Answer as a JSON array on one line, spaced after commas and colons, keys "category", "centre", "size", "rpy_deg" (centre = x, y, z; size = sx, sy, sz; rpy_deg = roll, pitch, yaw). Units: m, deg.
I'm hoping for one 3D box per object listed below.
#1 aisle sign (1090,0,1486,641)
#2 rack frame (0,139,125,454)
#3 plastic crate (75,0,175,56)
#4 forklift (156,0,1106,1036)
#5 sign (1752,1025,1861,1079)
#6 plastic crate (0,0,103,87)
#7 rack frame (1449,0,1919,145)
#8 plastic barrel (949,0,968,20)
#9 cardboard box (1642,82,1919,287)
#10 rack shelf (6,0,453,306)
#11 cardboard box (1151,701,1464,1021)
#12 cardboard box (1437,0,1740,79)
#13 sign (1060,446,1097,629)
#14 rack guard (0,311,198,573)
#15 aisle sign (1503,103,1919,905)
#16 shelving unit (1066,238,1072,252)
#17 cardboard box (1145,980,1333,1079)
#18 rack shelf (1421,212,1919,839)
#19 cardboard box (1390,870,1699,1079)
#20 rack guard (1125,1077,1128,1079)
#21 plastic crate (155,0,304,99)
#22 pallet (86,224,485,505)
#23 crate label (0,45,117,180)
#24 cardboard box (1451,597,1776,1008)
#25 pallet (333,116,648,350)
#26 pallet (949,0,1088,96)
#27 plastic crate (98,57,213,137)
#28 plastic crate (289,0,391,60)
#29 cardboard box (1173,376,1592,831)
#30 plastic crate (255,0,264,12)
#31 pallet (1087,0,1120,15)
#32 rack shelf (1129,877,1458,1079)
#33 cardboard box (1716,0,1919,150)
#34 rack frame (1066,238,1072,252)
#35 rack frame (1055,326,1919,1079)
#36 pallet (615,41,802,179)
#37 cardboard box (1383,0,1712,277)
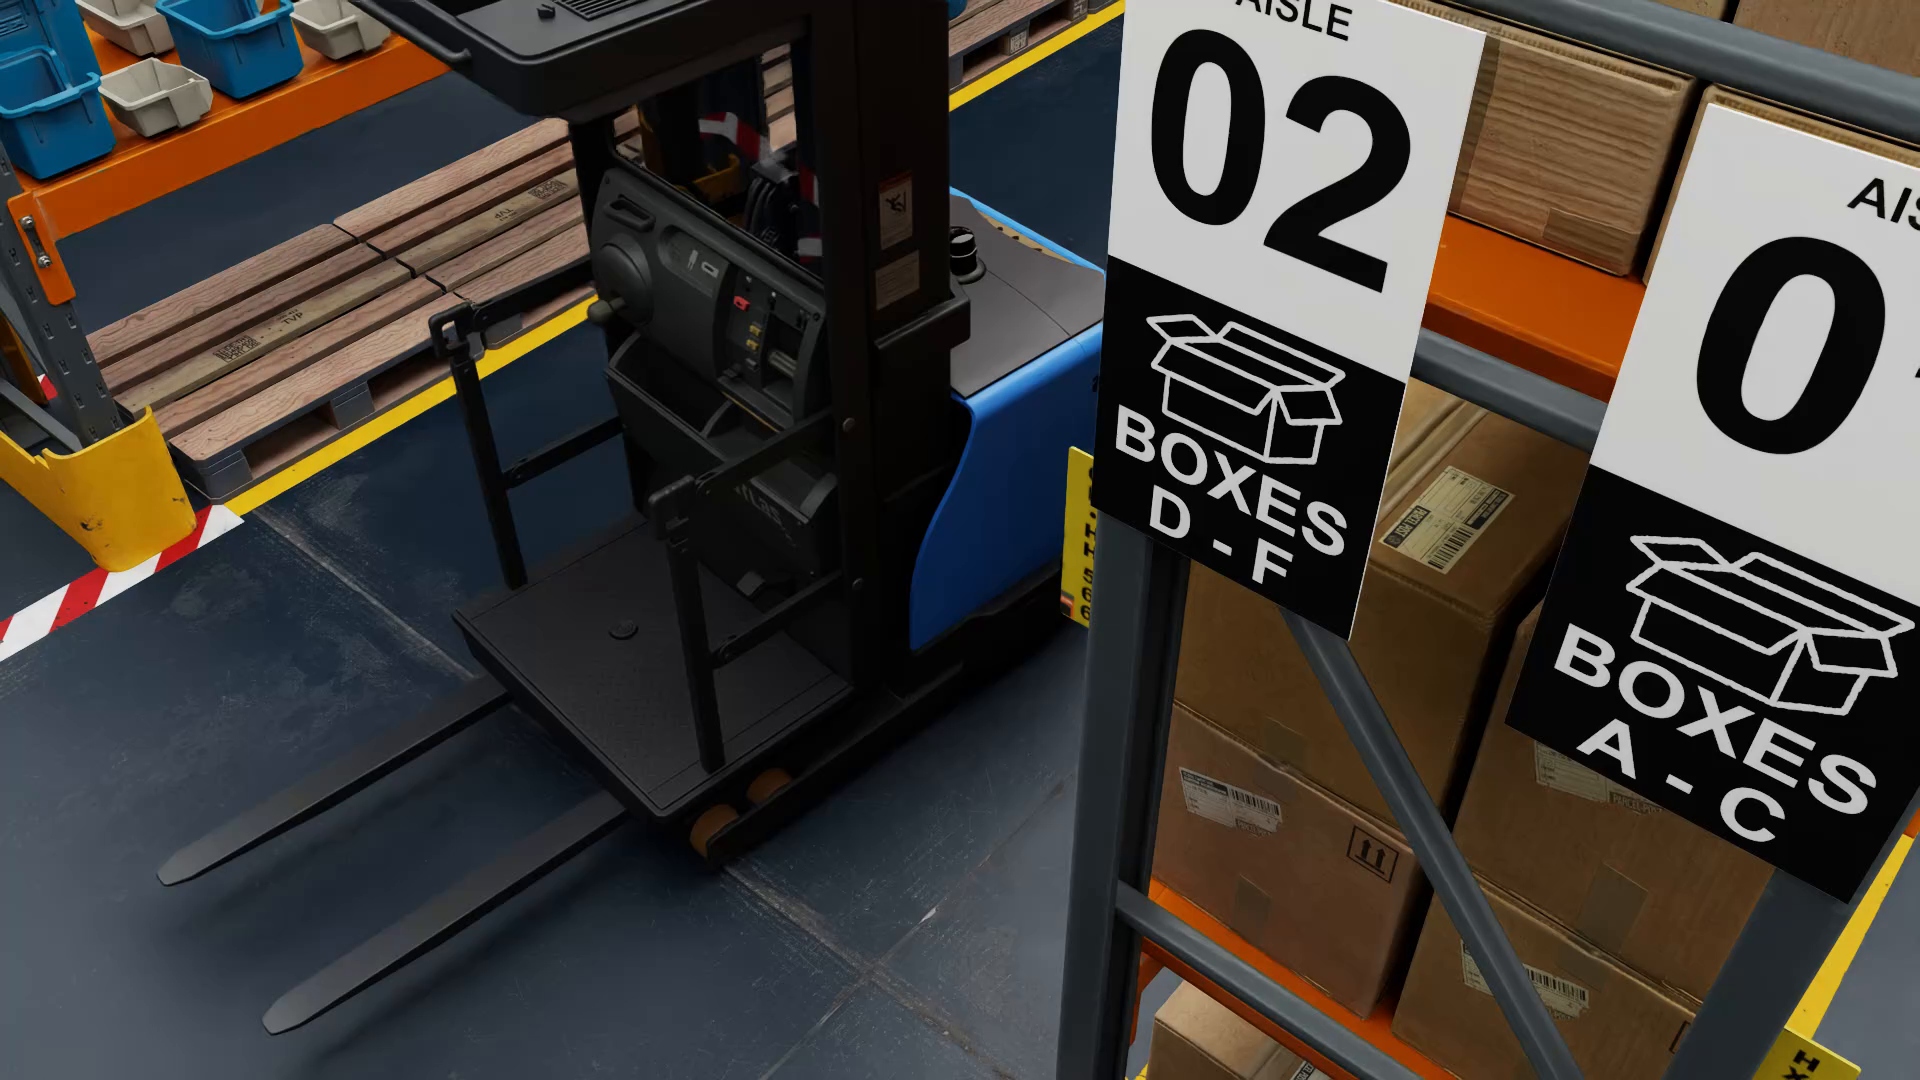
[{"category": "aisle sign", "centre": [0.326, -0.253, 1.866], "size": [0.394, 0.787, 0.004], "rpy_deg": [29, 50, 28]}, {"category": "rack frame", "centre": [-3.185, -1.340, 4.994], "size": [1.000, 3.000, 0.127], "rpy_deg": [29, 50, 28]}, {"category": "plastic crate", "centre": [-2.798, -1.763, 5.611], "size": [0.396, 0.136, 0.243], "rpy_deg": [29, 50, 28]}, {"category": "forklift", "centre": [-0.818, -0.565, 4.193], "size": [3.031, 2.935, 1.130], "rpy_deg": [-32, 51, -31]}, {"category": "sign", "centre": [1.020, 0.721, 2.084], "size": [0.100, 0.325, 0.005], "rpy_deg": [29, 50, 28]}, {"category": "plastic crate", "centre": [-3.112, -1.629, 5.241], "size": [0.616, 0.435, 0.499], "rpy_deg": [29, 50, 28]}, {"category": "rack frame", "centre": [0.604, -1.413, 0.615], "size": [1.000, 3.000, 0.127], "rpy_deg": [29, 50, 28]}, {"category": "plastic barrel", "centre": [-0.247, -3.052, 8.124], "size": [0.600, 0.901, 0.708], "rpy_deg": [29, 50, 28]}, {"category": "cardboard box", "centre": [1.129, -0.403, 1.845], "size": [0.500, 0.250, 0.500], "rpy_deg": [29, 50, 28]}, {"category": "rack shelf", "centre": [-1.897, -2.104, 6.369], "size": [1.077, 0.370, 4.000], "rpy_deg": [29, 50, 28]}, {"category": "cardboard box", "centre": [0.684, 0.421, 2.983], "size": [0.500, 0.500, 0.500], "rpy_deg": [31, 51, 30]}, {"category": "cardboard box", "centre": [0.740, -0.808, 1.919], "size": [0.500, 0.250, 0.500], "rpy_deg": [29, 50, 28]}, {"category": "sign", "centre": [0.192, 0.010, 2.413], "size": [0.100, 0.325, 0.005], "rpy_deg": [29, 50, 28]}, {"category": "rack guard", "centre": [-3.190, -0.397, 5.815], "size": [1.175, 0.500, 0.348], "rpy_deg": [29, 50, 28]}, {"category": "aisle sign", "centre": [0.785, 0.007, 1.581], "size": [0.394, 0.787, 0.004], "rpy_deg": [29, 50, 28]}, {"category": "shelving unit", "centre": [0.364, -0.564, 5.701], "size": [0.210, 0.900, 0.258], "rpy_deg": [-32, 51, -31]}, {"category": "cardboard box", "centre": [0.766, 1.182, 3.752], "size": [0.500, 0.500, 0.500], "rpy_deg": [29, 50, 28]}, {"category": "rack shelf", "centre": [1.891, -1.067, 2.999], "size": [1.077, 0.370, 4.000], "rpy_deg": [29, 50, 28]}, {"category": "cardboard box", "centre": [1.092, 0.655, 2.726], "size": [0.500, 0.500, 0.500], "rpy_deg": [31, 50, 29]}, {"category": "rack guard", "centre": [0.653, 1.692, 3.518], "size": [1.175, 0.500, 0.348], "rpy_deg": [29, 50, 28]}, {"category": "plastic crate", "centre": [-2.350, -1.624, 5.386], "size": [0.416, 0.233, 0.300], "rpy_deg": [29, 50, 28]}, {"category": "pallet", "centre": [-2.624, -0.716, 6.381], "size": [1.003, 0.211, 1.213], "rpy_deg": [29, 50, 28]}, {"category": "crate label", "centre": [-2.774, -1.285, 5.014], "size": [0.416, 0.233, 0.303], "rpy_deg": [29, 50, 28]}, {"category": "cardboard box", "centre": [1.092, 0.285, 2.389], "size": [0.500, 0.500, 0.500], "rpy_deg": [31, 51, 30]}, {"category": "pallet", "centre": [-1.839, -1.342, 7.069], "size": [1.003, 0.211, 1.213], "rpy_deg": [29, 50, 28]}, {"category": "pallet", "centre": [-0.082, -2.747, 8.615], "size": [1.003, 0.211, 1.213], "rpy_deg": [29, 50, 28]}, {"category": "plastic crate", "centre": [-2.504, -1.379, 5.188], "size": [0.250, 0.136, 0.298], "rpy_deg": [29, 50, 28]}, {"category": "plastic crate", "centre": [-2.067, -1.728, 5.572], "size": [0.250, 0.136, 0.298], "rpy_deg": [29, 50, 28]}, {"category": "cardboard box", "centre": [0.680, 0.051, 2.647], "size": [0.500, 0.500, 0.500], "rpy_deg": [29, 50, 28]}, {"category": "plastic crate", "centre": [-2.601, -1.906, 5.768], "size": [0.396, 0.136, 0.243], "rpy_deg": [29, 50, 28]}, {"category": "pallet", "centre": [0.703, -3.378, 9.309], "size": [1.003, 0.211, 1.213], "rpy_deg": [29, 50, 28]}, {"category": "rack shelf", "centre": [1.891, 0.043, 4.008], "size": [1.077, 0.370, 4.000], "rpy_deg": [29, 50, 28]}, {"category": "cardboard box", "centre": [1.134, -0.585, 1.674], "size": [0.500, 0.250, 0.500], "rpy_deg": [29, 50, 28]}, {"category": "rack frame", "centre": [0.438, -0.611, 5.753], "size": [0.006, 0.900, 0.240], "rpy_deg": [-32, 51, -31]}, {"category": "rack frame", "centre": [0.604, 0.806, 2.634], "size": [1.000, 3.000, 0.127], "rpy_deg": [29, 50, 28]}, {"category": "pallet", "centre": [-1.054, -1.973, 7.763], "size": [1.003, 0.211, 1.213], "rpy_deg": [29, 50, 28]}, {"category": "cardboard box", "centre": [0.733, -0.627, 2.091], "size": [0.500, 0.250, 0.500], "rpy_deg": [29, 50, 28]}]
